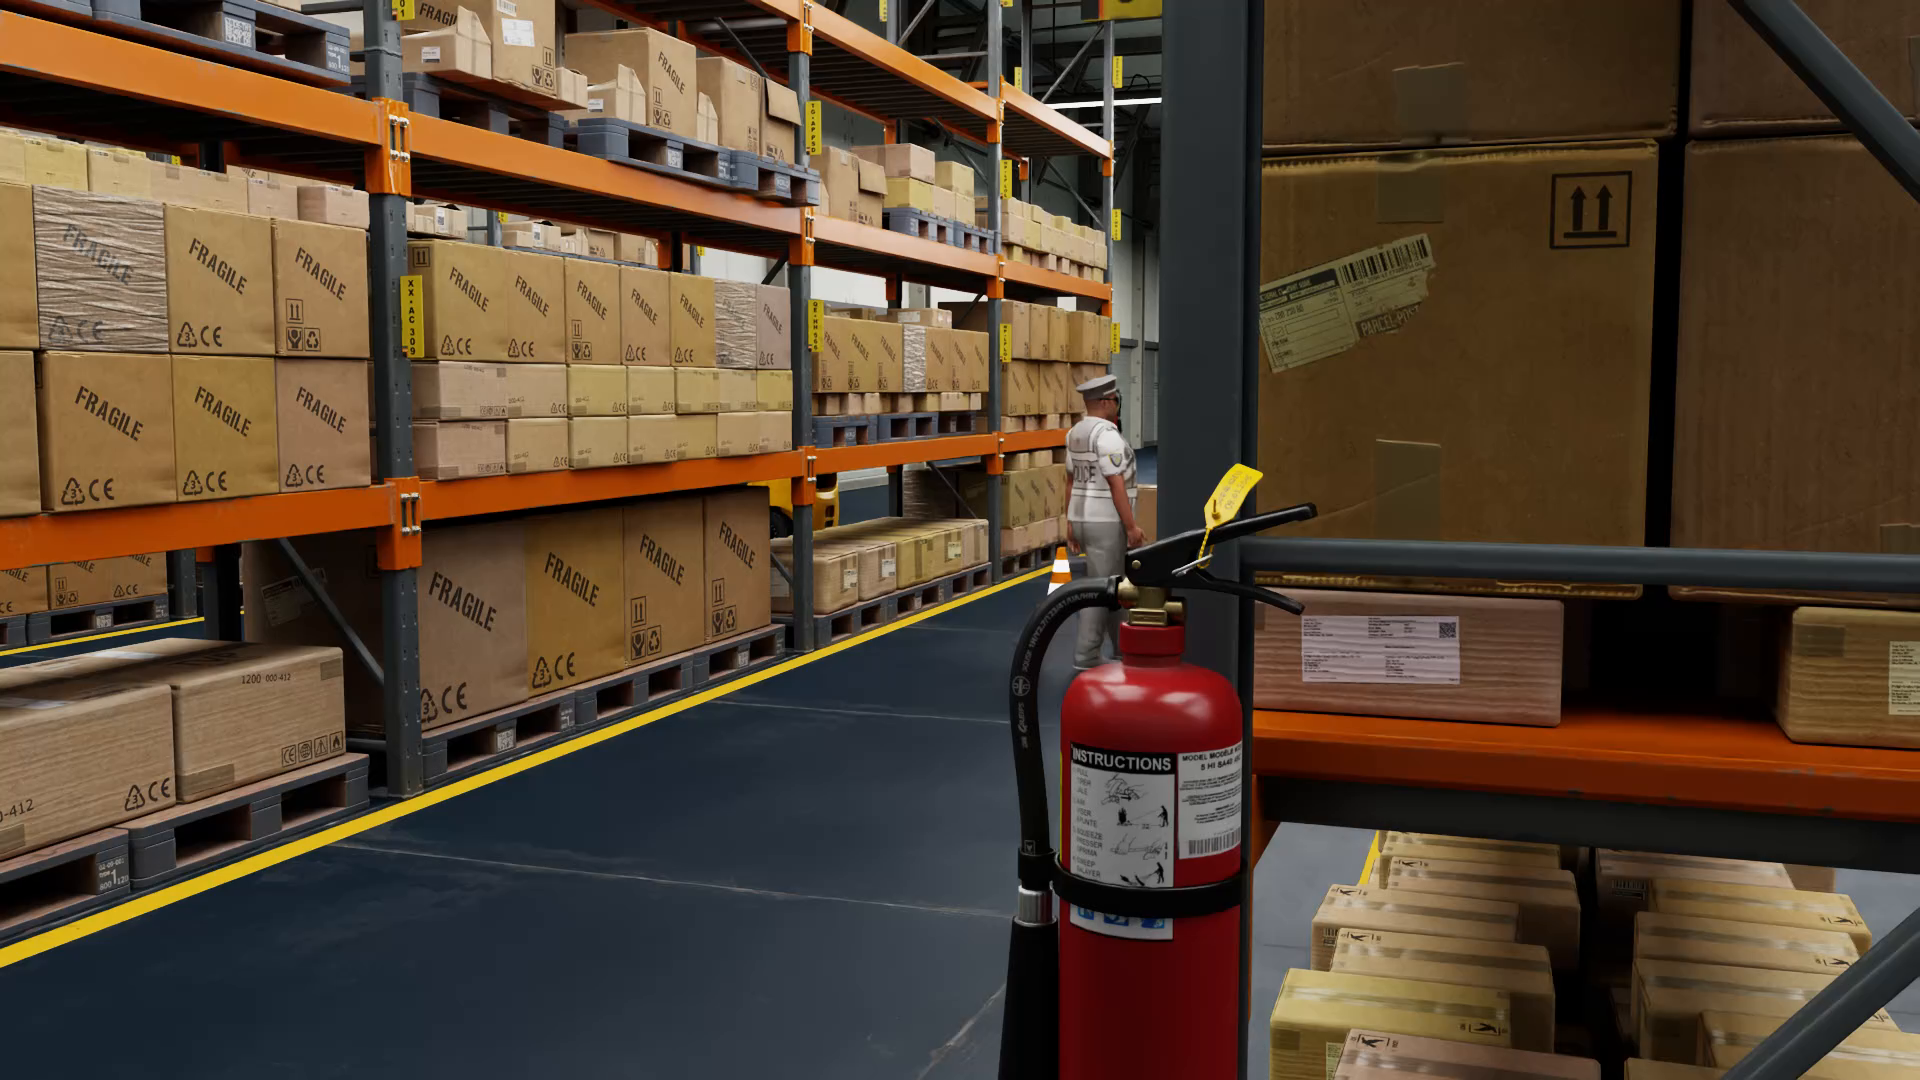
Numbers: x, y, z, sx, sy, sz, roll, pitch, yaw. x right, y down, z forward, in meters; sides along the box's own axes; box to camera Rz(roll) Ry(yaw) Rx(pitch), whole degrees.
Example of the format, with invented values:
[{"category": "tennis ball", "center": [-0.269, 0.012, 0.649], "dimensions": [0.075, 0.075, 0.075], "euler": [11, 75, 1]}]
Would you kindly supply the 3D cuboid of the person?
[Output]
[{"category": "person", "center": [0.972, -0.099, 9.888], "dimensions": [0.670, 1.765, 0.548], "euler": [-2, 5, -19]}]
